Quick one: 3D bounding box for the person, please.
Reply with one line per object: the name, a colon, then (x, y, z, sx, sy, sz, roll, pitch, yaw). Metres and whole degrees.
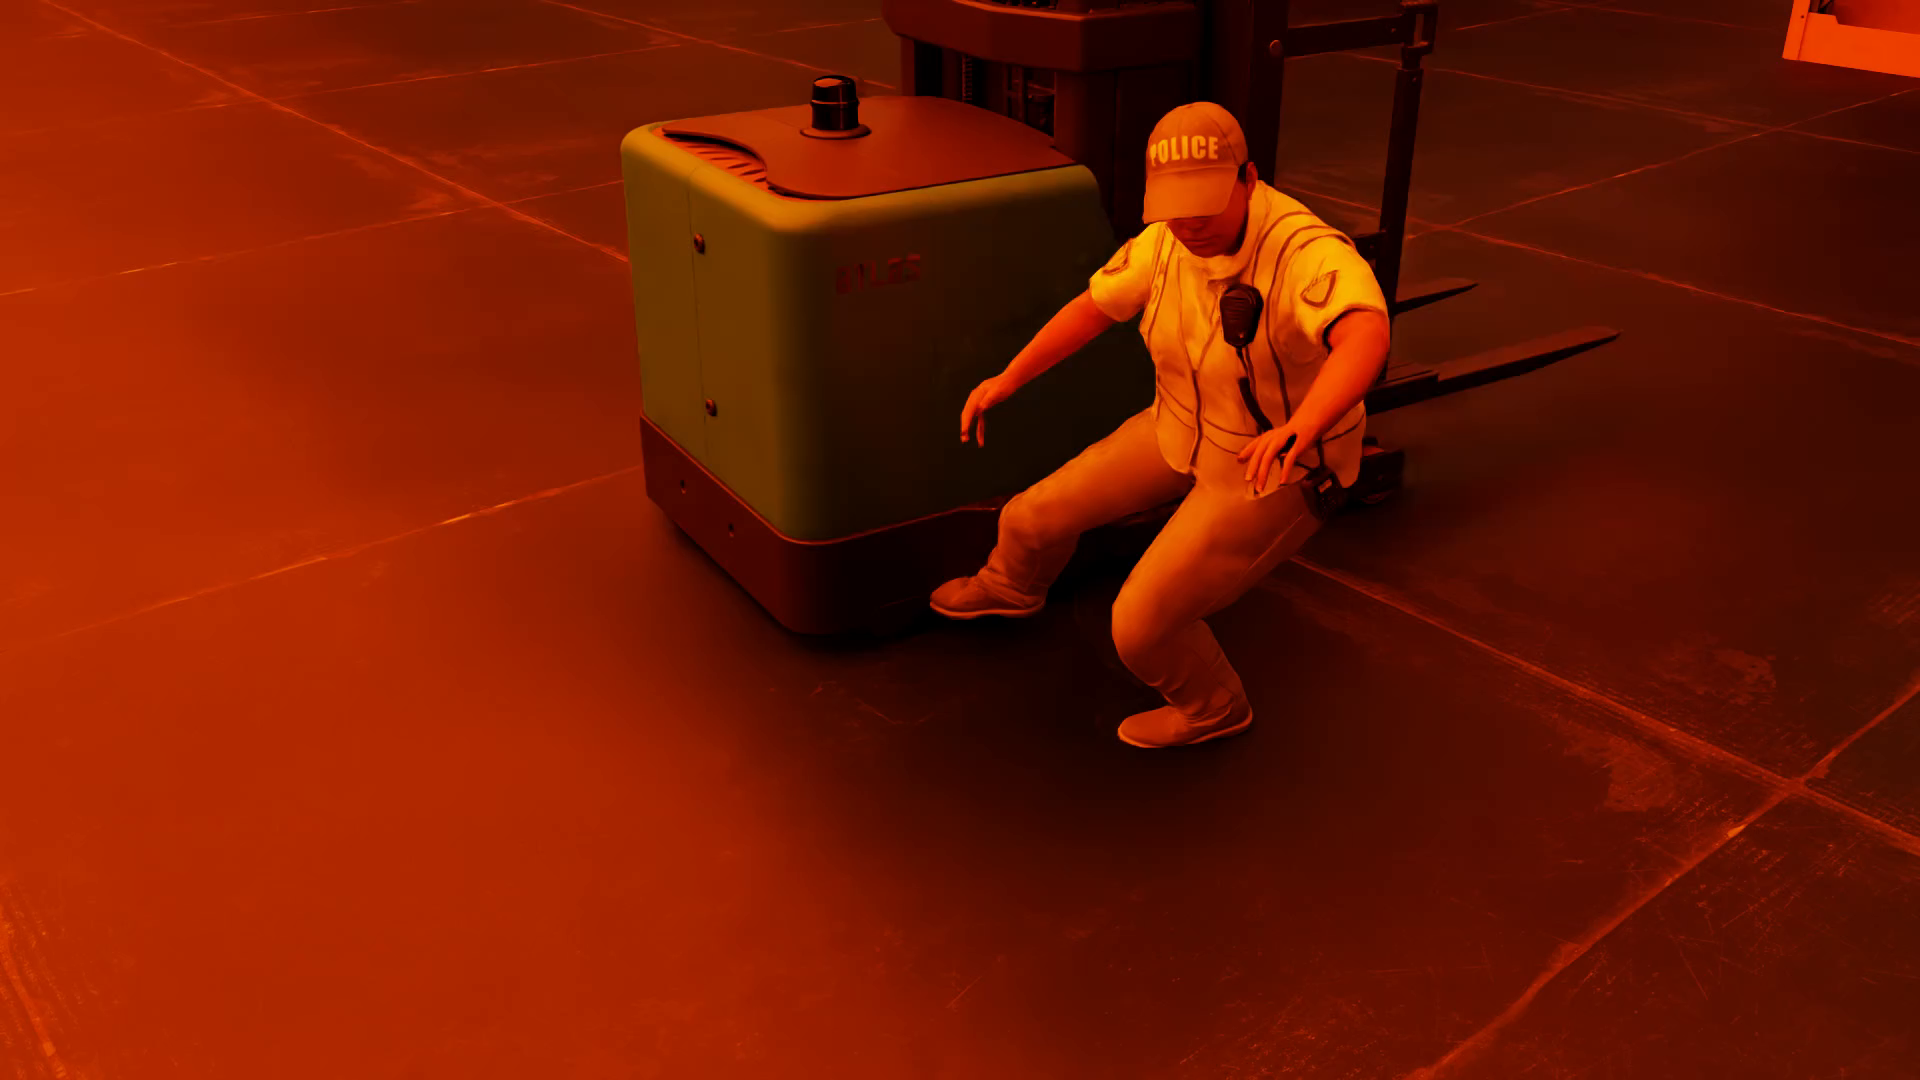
person: (0.340, -0.174, 3.300, 0.834, 1.426, 1.358, -20, 33, -35)

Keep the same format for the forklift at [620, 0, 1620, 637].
forklift: (0.656, -1.556, 4.339, 3.031, 2.935, 1.130, -15, 30, -28)
